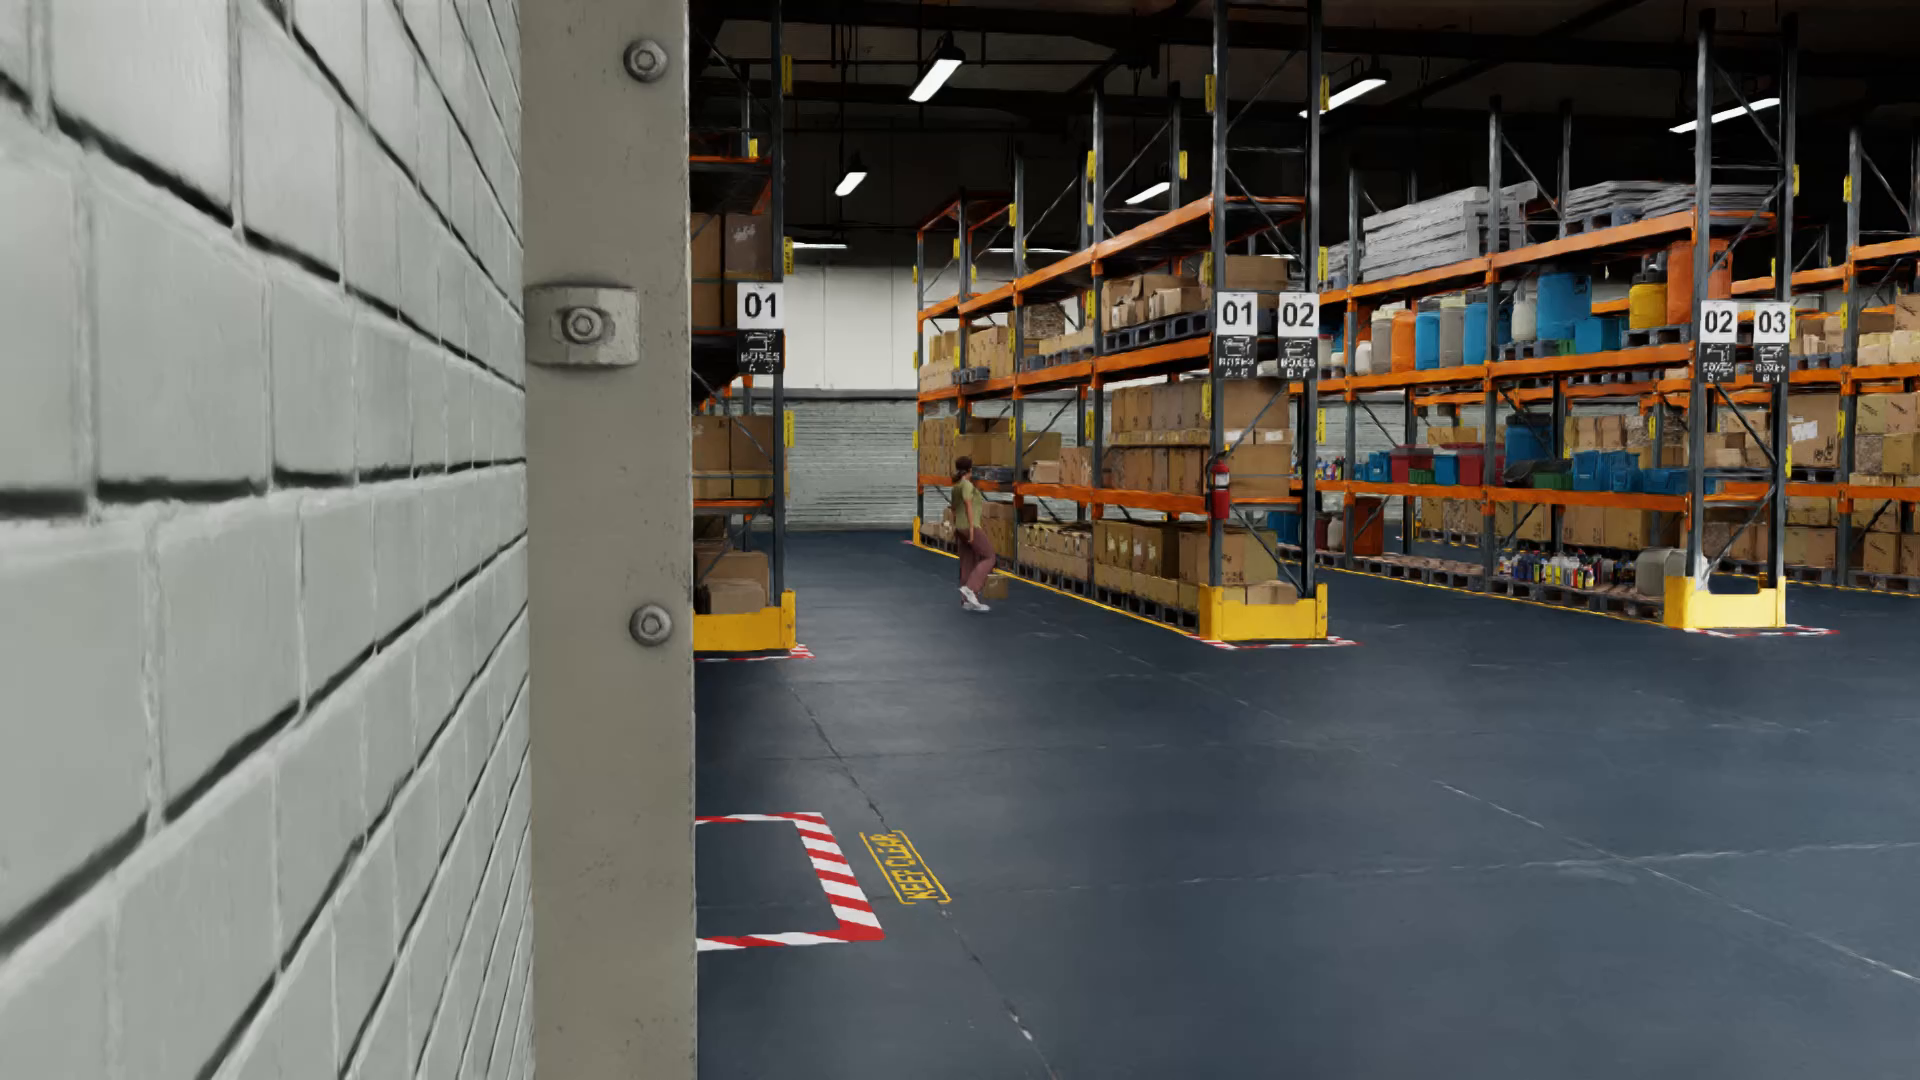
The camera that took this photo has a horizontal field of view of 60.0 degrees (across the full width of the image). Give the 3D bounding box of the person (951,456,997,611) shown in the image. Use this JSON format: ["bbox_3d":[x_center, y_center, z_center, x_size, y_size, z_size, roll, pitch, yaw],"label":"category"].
[{"bbox_3d":[0.146,-0.072,17.958,0.437,1.662,0.655,-1,3,-19],"label":"person"}]
